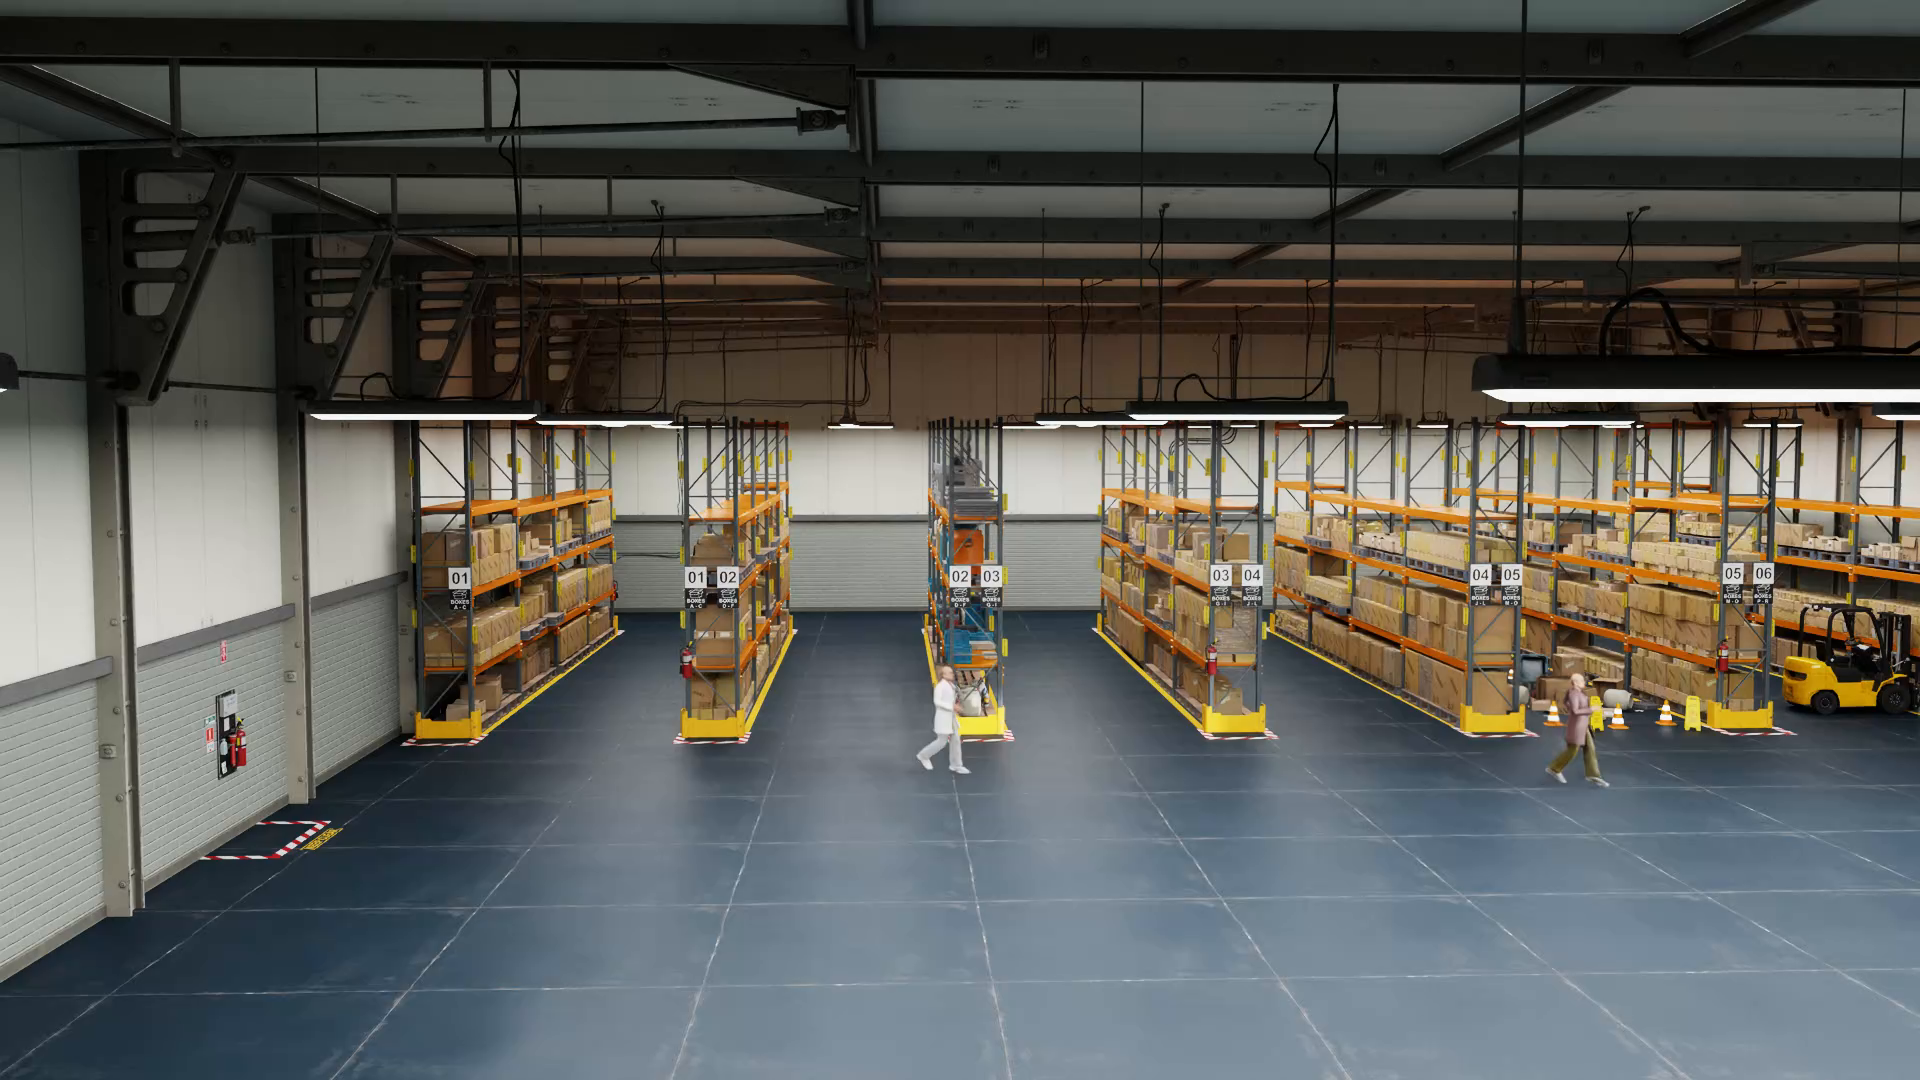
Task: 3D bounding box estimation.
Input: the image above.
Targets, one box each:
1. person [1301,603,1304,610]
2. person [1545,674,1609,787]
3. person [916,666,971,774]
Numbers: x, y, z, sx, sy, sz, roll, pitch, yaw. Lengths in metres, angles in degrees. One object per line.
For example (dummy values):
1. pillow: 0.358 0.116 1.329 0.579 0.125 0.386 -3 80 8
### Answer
1. person: 10.270 1.776 49.034 0.553 1.535 0.724 2 4 31
2. person: 9.955 3.049 26.782 0.968 1.794 0.698 2 4 33
3. person: -0.269 3.012 27.907 0.934 1.799 0.734 2 4 22
